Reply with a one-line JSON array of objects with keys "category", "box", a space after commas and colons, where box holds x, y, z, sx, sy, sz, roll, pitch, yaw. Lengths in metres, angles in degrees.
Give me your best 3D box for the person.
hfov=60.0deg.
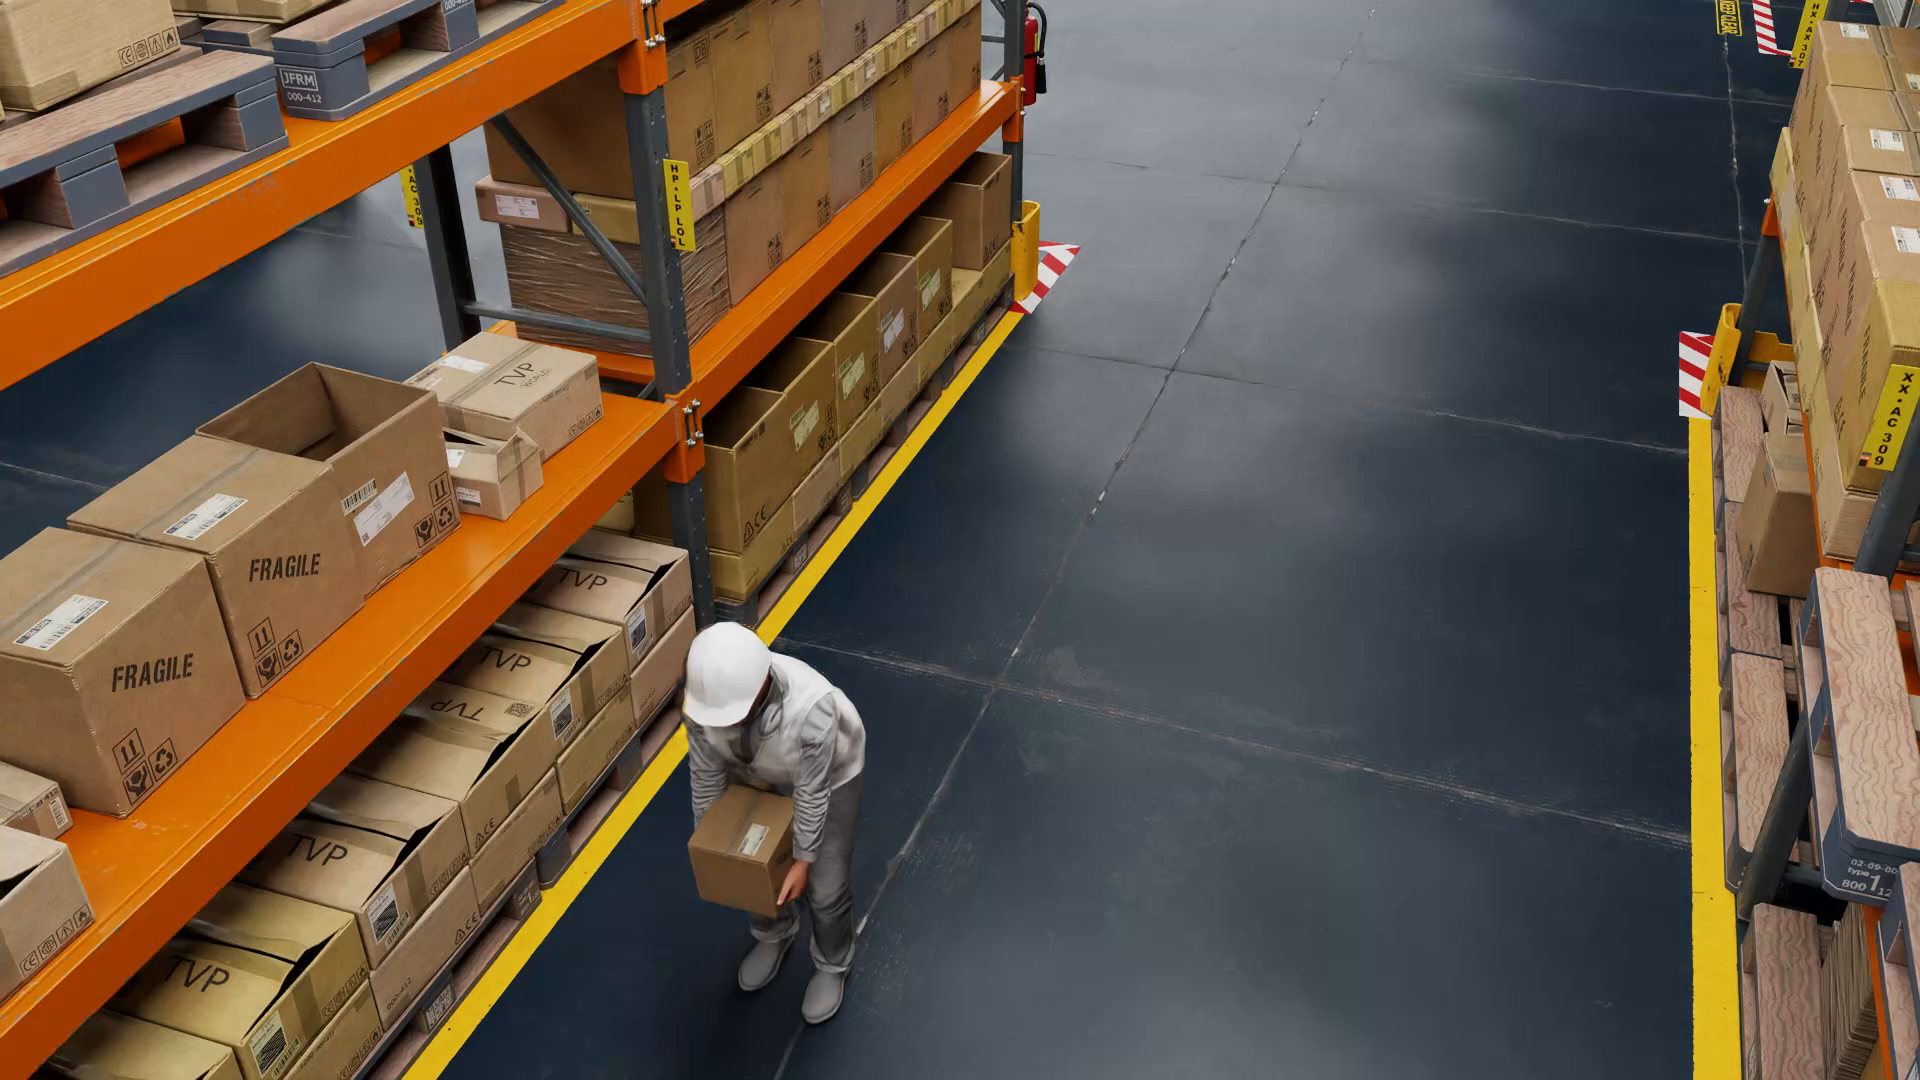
[{"category": "person", "box": [-0.554, 0.814, 4.981, 0.471, 1.651, 0.736, 11, 35, 16]}]
